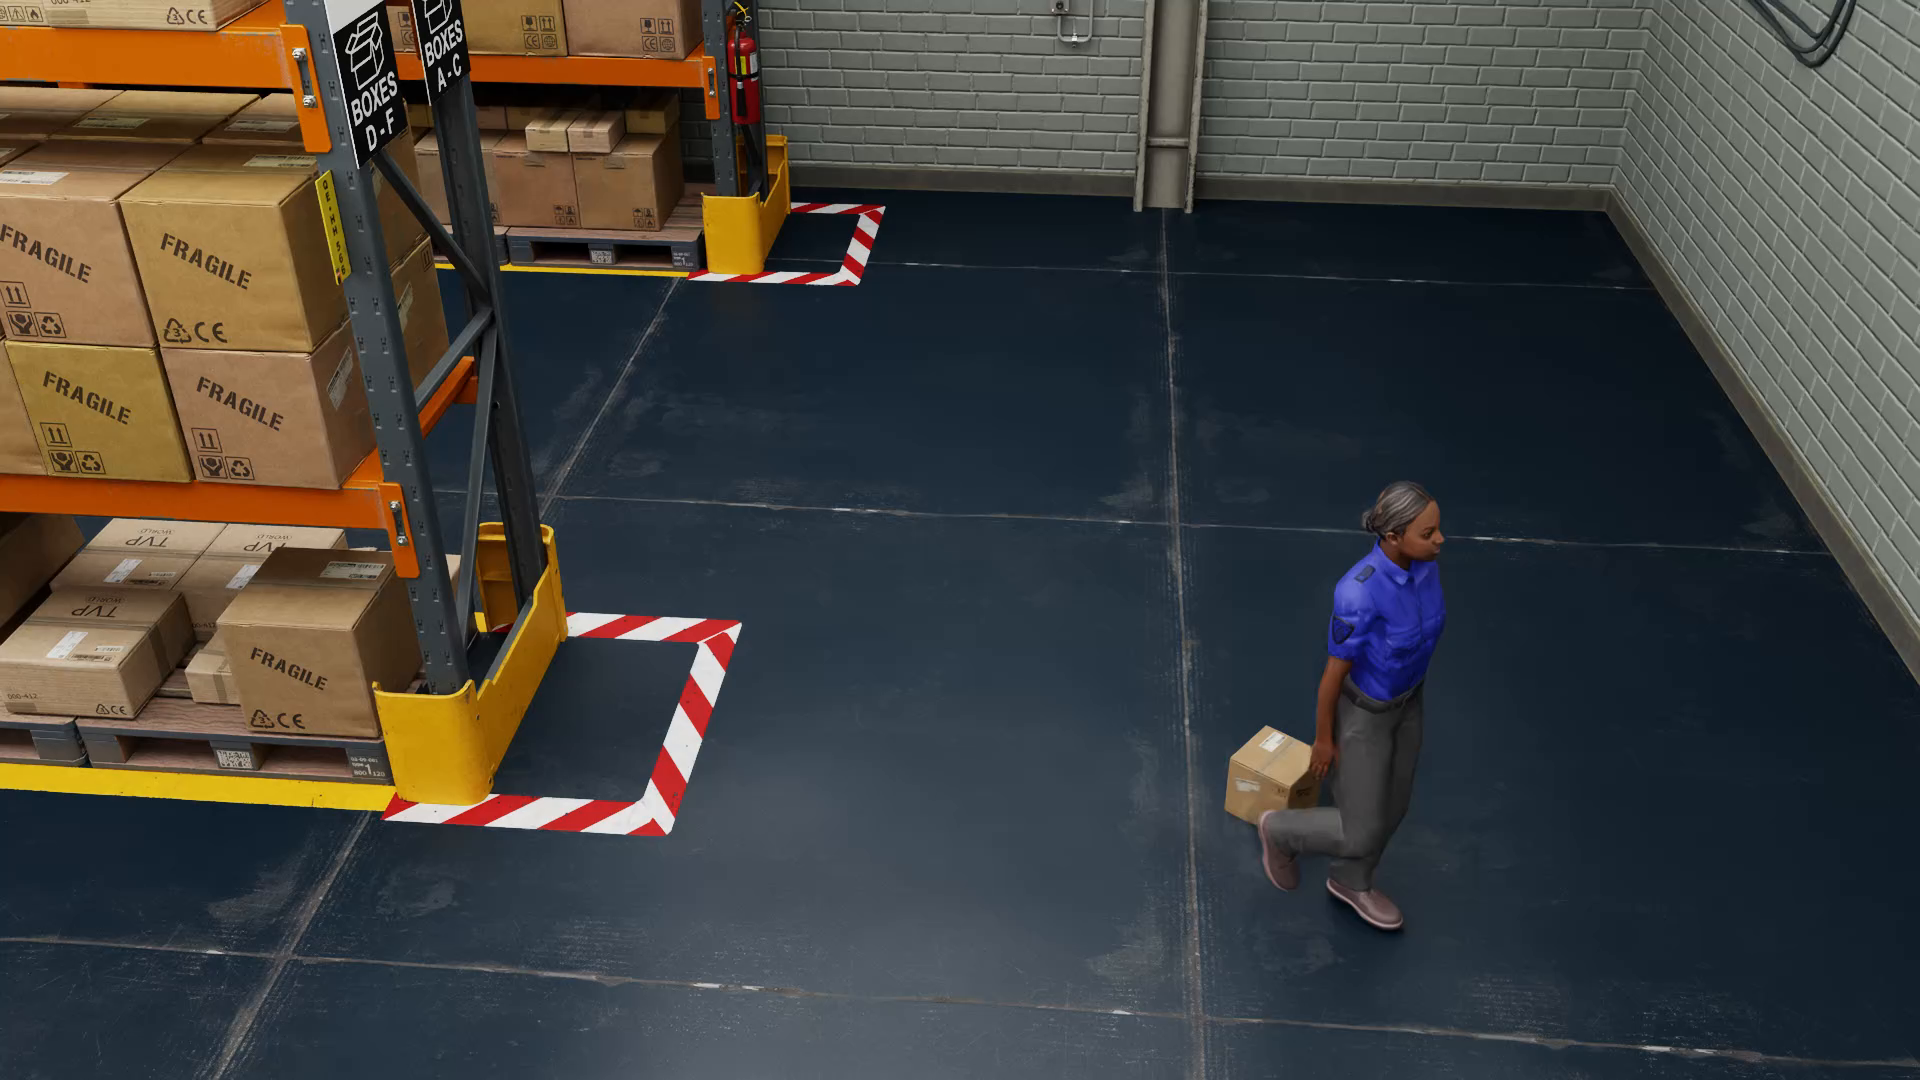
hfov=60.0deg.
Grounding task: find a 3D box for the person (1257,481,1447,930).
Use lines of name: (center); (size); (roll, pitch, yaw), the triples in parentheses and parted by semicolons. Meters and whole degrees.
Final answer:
person: (1.266, 0.528, 5.253); (0.473, 1.644, 0.503); (-27, 41, -36)
